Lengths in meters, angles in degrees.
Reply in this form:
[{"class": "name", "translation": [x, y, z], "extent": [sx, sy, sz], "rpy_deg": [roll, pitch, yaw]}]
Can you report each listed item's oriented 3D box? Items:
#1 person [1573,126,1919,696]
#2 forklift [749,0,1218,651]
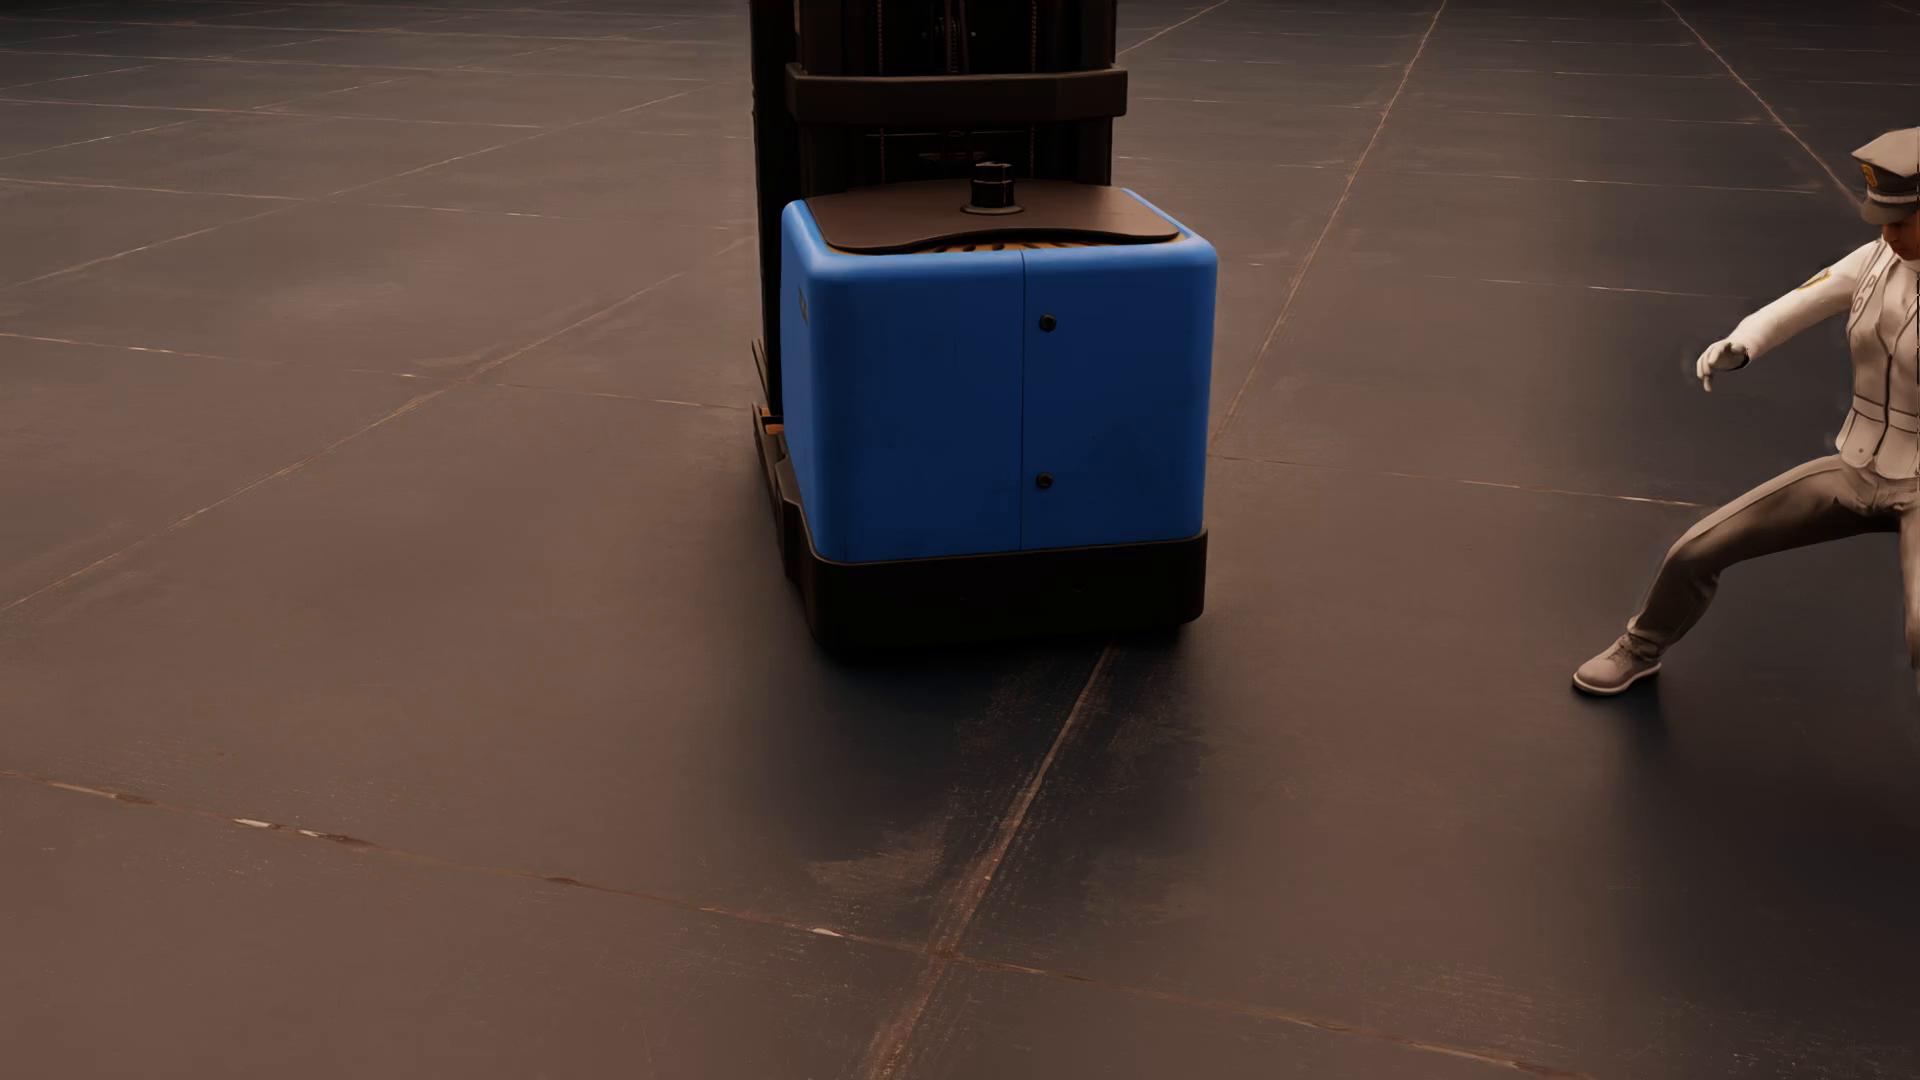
[{"class": "person", "translation": [1.940, -0.147, 3.582], "extent": [0.655, 1.447, 1.115], "rpy_deg": [-6, 23, -14]}, {"class": "forklift", "translation": [-0.121, -1.603, 5.161], "extent": [1.130, 2.935, 3.031], "rpy_deg": [-4, 23, -10]}]
